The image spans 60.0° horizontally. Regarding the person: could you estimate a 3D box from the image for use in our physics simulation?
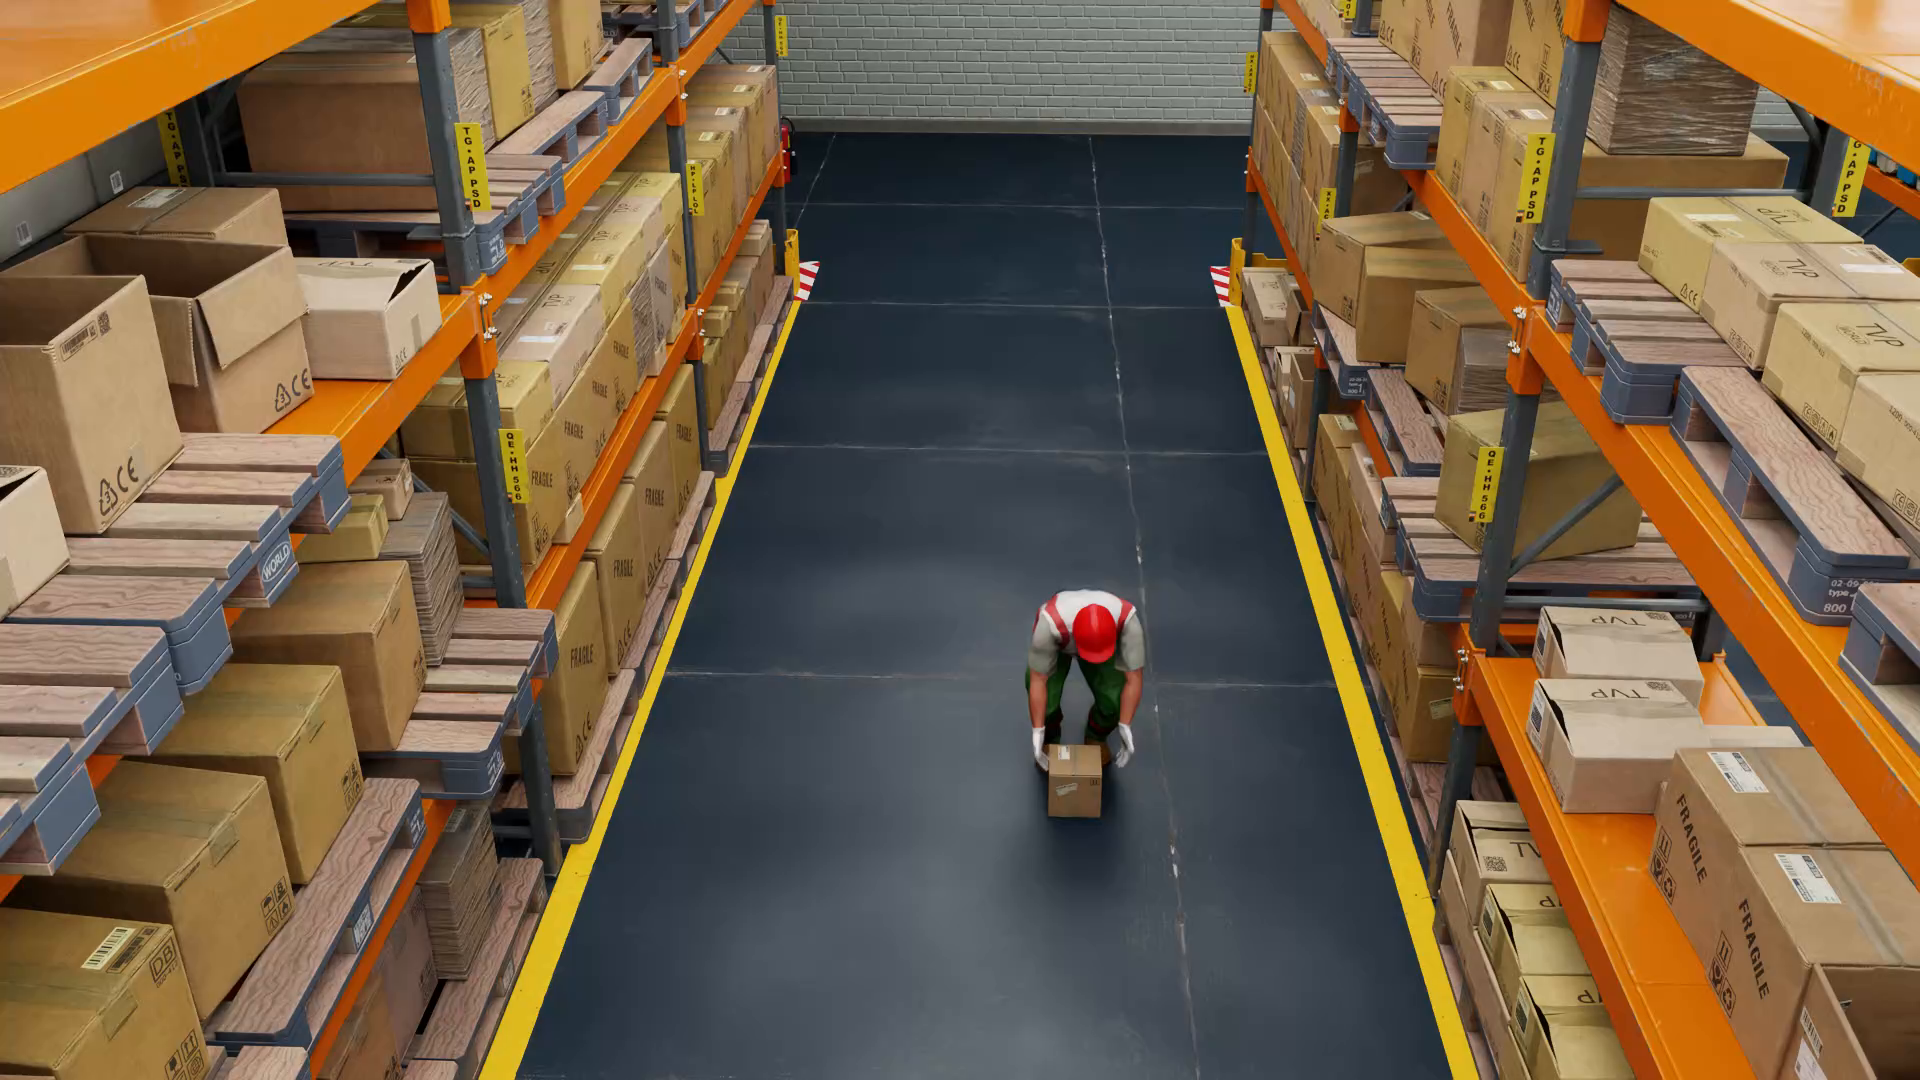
[{"bbox_3d":[0.607,0.639,8.132,0.576,1.091,0.866,1,28,2],"label":"person"}]
